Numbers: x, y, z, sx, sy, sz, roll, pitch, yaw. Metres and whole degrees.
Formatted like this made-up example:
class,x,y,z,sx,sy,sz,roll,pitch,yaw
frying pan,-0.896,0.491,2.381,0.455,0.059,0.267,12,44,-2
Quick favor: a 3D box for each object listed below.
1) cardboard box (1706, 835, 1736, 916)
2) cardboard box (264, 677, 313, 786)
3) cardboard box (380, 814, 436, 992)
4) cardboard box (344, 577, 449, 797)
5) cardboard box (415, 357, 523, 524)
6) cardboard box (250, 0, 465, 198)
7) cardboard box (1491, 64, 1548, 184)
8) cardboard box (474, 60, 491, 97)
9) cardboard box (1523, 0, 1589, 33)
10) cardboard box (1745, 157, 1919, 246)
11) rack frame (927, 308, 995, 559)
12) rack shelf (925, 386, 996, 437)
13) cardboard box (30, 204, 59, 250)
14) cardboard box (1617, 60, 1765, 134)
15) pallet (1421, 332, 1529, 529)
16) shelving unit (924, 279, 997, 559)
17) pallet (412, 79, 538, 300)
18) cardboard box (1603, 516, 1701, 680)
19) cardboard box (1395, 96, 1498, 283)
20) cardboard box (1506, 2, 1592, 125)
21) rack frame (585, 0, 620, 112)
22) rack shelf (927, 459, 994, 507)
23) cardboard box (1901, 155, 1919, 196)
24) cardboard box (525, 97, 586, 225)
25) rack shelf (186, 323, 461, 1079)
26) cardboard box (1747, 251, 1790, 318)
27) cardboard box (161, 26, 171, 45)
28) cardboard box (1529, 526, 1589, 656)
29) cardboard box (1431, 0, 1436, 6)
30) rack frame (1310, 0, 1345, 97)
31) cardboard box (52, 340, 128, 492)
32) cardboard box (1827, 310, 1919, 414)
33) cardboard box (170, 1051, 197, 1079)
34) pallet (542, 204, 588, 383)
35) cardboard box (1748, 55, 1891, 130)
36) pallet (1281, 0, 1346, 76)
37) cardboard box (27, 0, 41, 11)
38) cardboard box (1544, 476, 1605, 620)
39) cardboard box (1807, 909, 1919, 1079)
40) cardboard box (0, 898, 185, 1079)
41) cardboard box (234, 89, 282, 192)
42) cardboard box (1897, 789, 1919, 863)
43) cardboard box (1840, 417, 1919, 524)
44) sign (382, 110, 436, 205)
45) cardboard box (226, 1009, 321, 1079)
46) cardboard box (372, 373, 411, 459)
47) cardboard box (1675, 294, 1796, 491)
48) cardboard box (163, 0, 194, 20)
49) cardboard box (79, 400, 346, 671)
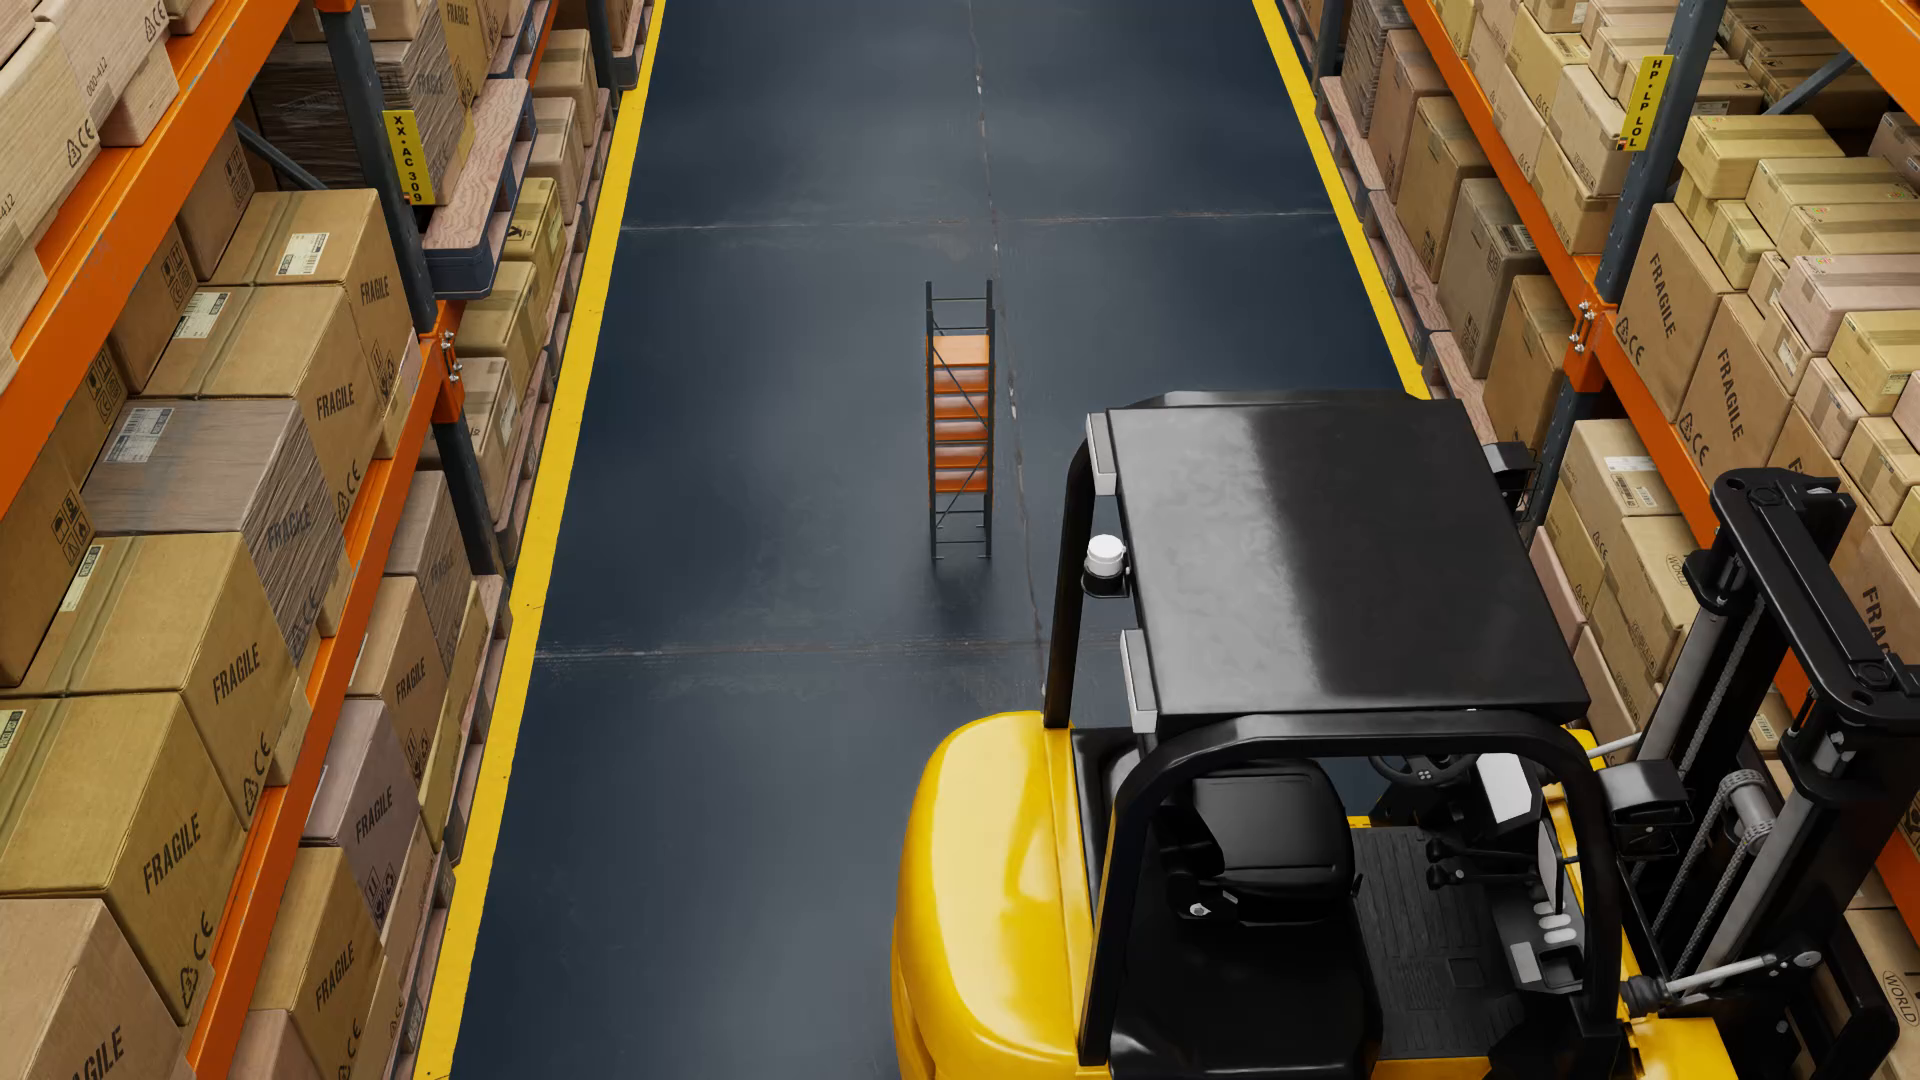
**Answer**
class,x,y,z,sx,sy,sz,roll,pitch,yaw
cardboard box,2.462,1.035,4.755,0.500,0.250,0.500,-2,43,-2
cardboard box,-1.870,0.483,4.189,0.380,0.149,0.250,-1,43,-1
cardboard box,-1.920,1.103,5.051,0.500,0.250,0.500,-1,43,-1
cardboard box,-1.946,0.467,5.190,0.500,0.500,0.500,-1,43,-1
cardboard box,-2.288,-0.390,6.590,0.950,0.372,0.625,-1,43,-1
cardboard box,-1.996,-1.476,5.536,0.500,0.500,0.500,-1,43,-1
cardboard box,2.386,-1.612,6.400,0.500,0.250,0.500,-2,43,-2
cardboard box,-2.030,-1.827,6.399,0.380,0.149,0.250,-1,43,-1
cardboard box,2.329,-2.010,6.168,0.380,0.149,0.250,-3,43,-3
cardboard box,2.532,-0.984,4.829,0.380,0.149,0.250,-1,43,-1
rack frame,0.005,-0.371,6.267,0.240,1.200,0.006,-2,43,-2
rack shelf,0.001,-0.488,6.283,0.258,0.103,0.180,-2,43,-2
cardboard box,-1.974,-0.613,3.165,0.380,0.149,0.250,-2,43,-2
cardboard box,2.460,-1.495,5.607,0.380,0.149,0.250,0,43,0
pallet,2.626,-0.464,7.099,1.003,0.211,1.213,-2,43,-2
shelving unit,0.001,-0.433,6.334,0.258,1.200,0.189,-2,43,-2
pallet,-2.150,-1.300,6.090,1.003,0.211,1.213,-2,43,-2
cardboard box,2.415,0.176,5.322,0.500,0.250,0.500,-2,43,-2
cardboard box,2.603,-1.658,7.786,0.875,0.625,0.625,-3,43,-4
cardboard box,2.391,-1.795,6.230,0.500,0.250,0.500,-3,43,-3
rack frame,-2.433,-3.551,8.404,1.000,3.000,0.127,-2,43,-2
rack shelf,0.001,-0.223,6.526,0.258,0.103,0.180,-2,43,-2
cardboard box,2.981,-1.003,4.851,0.380,0.149,0.250,-3,43,-3
cardboard box,-2.379,-1.857,8.190,0.950,0.372,0.625,-2,43,-3
rack shelf,-2.178,0.765,4.228,1.077,0.370,4.000,-2,43,-2
cardboard box,2.498,-0.699,4.738,0.380,0.149,0.250,-2,43,-2
cardboard box,-2.024,-1.142,3.741,0.380,0.149,0.250,-3,43,-3
cardboard box,2.386,0.200,6.036,0.500,0.250,0.500,-1,43,-1
cardboard box,2.346,-2.646,7.528,0.500,0.250,0.500,-3,43,-3
rack frame,2.526,-3.696,8.562,1.000,3.000,0.127,-2,43,-2
cardboard box,-2.467,-0.377,3.907,0.700,0.500,0.500,-3,43,-3
cardboard box,2.481,-0.460,4.258,0.380,0.149,0.250,-2,43,-2
cardboard box,-1.821,1.183,3.425,0.380,0.149,0.250,-1,43,-1
pallet,-2.352,-1.173,7.874,1.003,0.211,1.213,-2,43,-2
cardboard box,2.895,-1.515,5.628,0.380,0.149,0.250,-3,43,-3
pallet,2.532,-3.173,10.055,1.003,0.211,1.213,-2,43,-2
cardboard box,-1.909,-1.076,3.079,0.380,0.149,0.250,-1,43,-1
cardboard box,2.408,0.015,5.868,0.500,0.250,0.500,-2,43,-2
cardboard box,2.476,1.209,4.196,0.500,0.250,0.500,-1,43,-1
cardboard box,-1.861,1.026,3.116,0.500,0.500,0.500,0,43,0
cardboard box,-2.512,-1.457,5.515,0.500,0.500,0.500,-2,43,-3
cardboard box,2.548,0.647,3.750,0.500,0.500,0.500,-2,43,-3
cardboard box,2.472,-0.183,4.176,0.380,0.149,0.250,-3,43,-3
sign,-1.721,-1.190,5.188,0.100,0.325,0.005,-2,43,-2
cardboard box,-1.879,1.511,4.051,0.500,0.500,0.500,-3,43,-3
cardboard box,-1.927,-0.381,5.132,0.380,0.149,0.250,-1,43,-1
cardboard box,2.493,-0.374,4.864,0.500,0.500,0.500,-1,43,-1
cardboard box,-1.953,-1.379,3.705,0.500,0.250,0.500,-2,43,-2
cardboard box,-1.940,-0.006,4.243,0.500,0.500,0.500,-1,43,-1
